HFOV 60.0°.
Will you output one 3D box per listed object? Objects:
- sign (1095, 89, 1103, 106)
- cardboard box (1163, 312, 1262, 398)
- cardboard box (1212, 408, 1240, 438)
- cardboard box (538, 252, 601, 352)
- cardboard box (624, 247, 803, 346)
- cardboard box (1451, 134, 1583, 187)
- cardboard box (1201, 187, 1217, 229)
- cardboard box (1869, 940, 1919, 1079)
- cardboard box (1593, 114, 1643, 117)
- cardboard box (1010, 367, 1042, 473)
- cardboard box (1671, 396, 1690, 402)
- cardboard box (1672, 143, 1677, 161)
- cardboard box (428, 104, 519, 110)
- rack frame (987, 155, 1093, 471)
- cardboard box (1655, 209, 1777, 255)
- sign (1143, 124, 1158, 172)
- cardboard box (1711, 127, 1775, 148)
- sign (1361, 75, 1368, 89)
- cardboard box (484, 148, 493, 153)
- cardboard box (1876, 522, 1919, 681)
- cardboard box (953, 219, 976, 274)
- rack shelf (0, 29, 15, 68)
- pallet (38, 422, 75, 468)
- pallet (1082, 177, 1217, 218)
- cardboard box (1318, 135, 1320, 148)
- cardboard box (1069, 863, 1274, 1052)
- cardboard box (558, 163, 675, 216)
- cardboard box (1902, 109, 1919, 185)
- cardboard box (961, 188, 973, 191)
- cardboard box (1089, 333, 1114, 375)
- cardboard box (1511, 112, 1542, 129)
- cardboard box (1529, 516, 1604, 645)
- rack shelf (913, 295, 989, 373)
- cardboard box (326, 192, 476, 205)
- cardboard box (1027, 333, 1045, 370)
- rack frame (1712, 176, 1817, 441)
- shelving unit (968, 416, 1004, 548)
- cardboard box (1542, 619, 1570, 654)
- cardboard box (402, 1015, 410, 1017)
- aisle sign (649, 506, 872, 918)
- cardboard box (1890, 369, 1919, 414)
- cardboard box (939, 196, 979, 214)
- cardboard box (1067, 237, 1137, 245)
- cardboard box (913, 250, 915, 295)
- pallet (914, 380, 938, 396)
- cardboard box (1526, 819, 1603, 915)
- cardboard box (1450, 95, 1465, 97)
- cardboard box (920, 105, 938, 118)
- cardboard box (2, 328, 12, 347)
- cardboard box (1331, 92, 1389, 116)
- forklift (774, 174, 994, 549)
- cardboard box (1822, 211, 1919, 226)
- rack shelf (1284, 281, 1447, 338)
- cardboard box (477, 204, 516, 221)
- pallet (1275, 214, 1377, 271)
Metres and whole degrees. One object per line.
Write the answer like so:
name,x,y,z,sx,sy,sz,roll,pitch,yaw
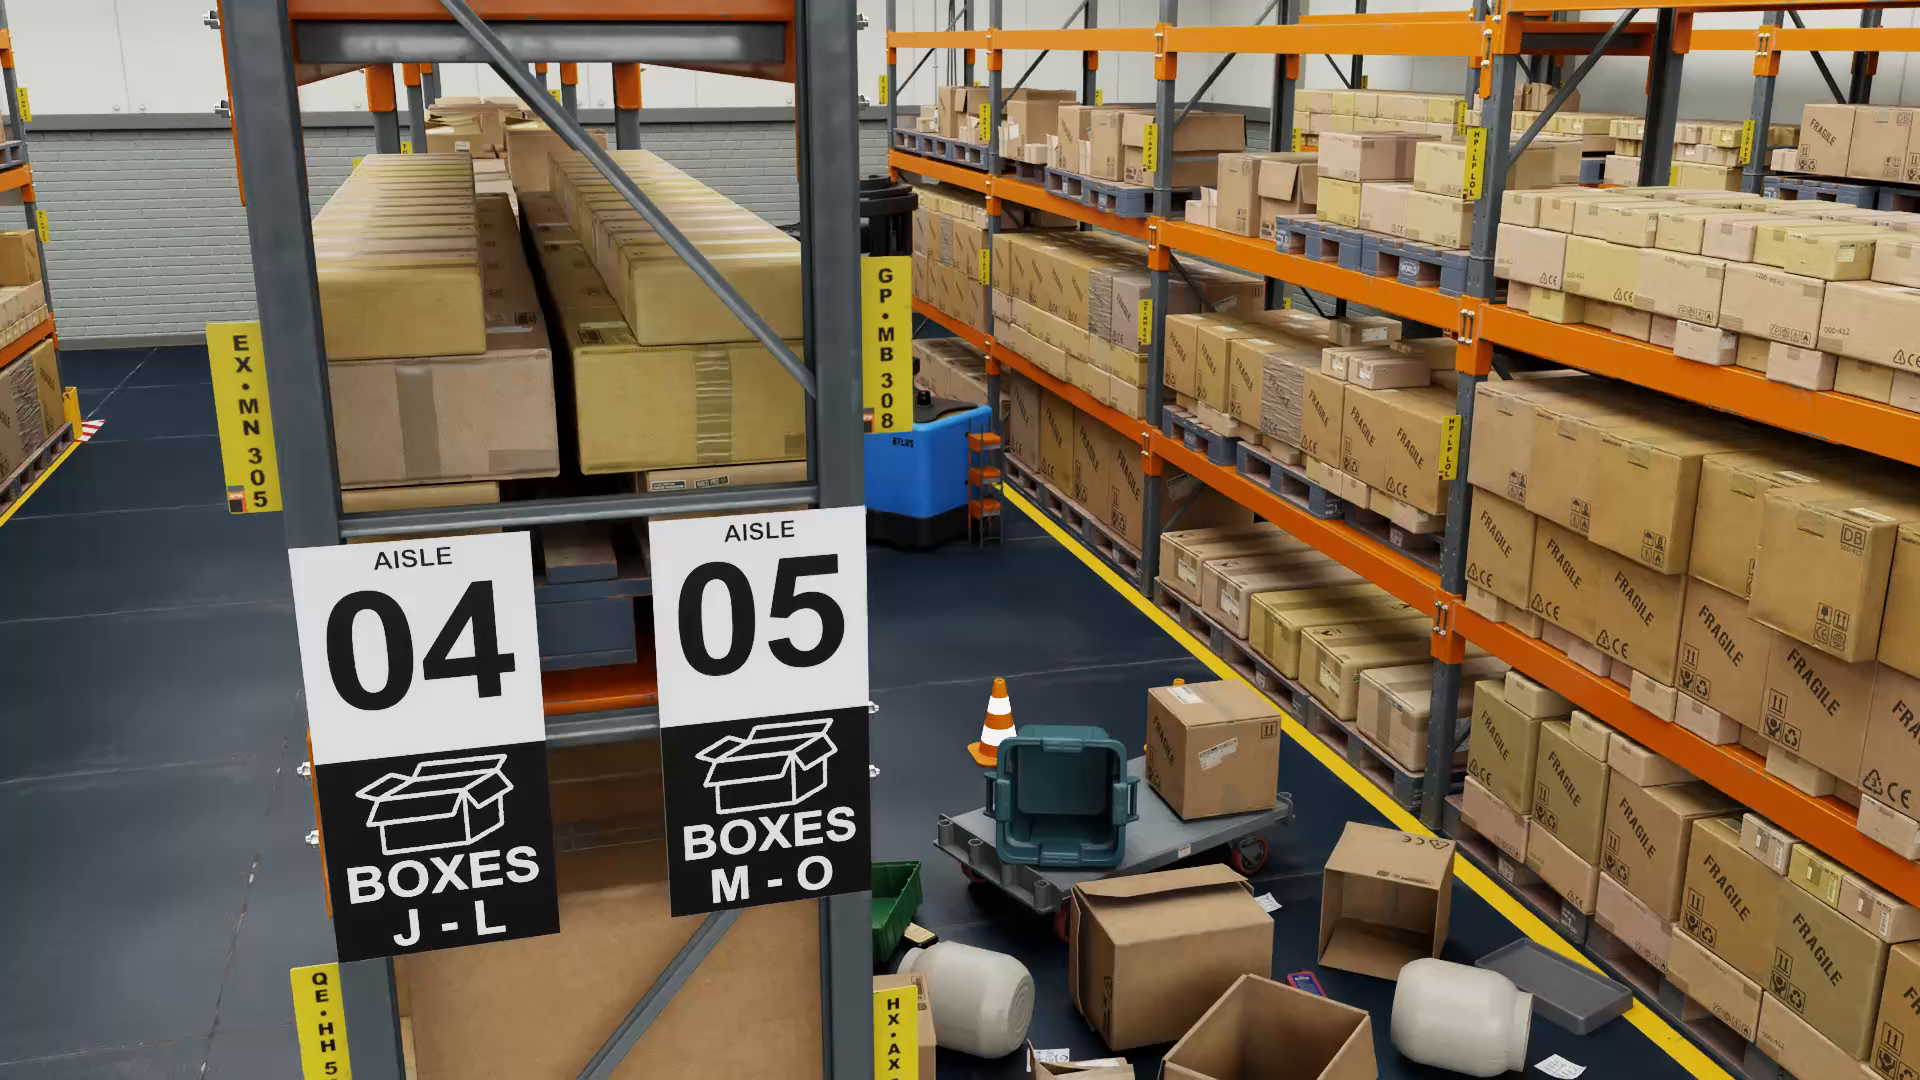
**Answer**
sign,1.281,-4.040,15.528,0.100,0.325,0.005,-5,17,-15
cardboard box,1.762,-1.302,11.651,0.500,0.500,0.500,-5,17,-17
cardboard box,1.904,-0.791,11.080,0.380,0.149,0.250,-5,17,-15
cardboard box,-0.838,-0.611,4.397,0.500,0.250,0.500,-5,17,-16
cardboard box,-0.458,-0.486,3.288,0.380,0.149,0.250,-5,17,-15
cardboard box,3.039,-2.082,9.118,0.500,0.250,0.500,-5,17,-16
cardboard box,1.854,-2.254,11.262,0.396,0.266,0.258,-5,17,-15
cardboard box,3.589,1.715,5.774,0.500,0.500,0.500,-5,17,-15
cardboard box,6.034,-3.825,15.275,0.380,0.149,0.250,-5,17,-15
cardboard box,1.009,-1.178,15.623,0.875,0.875,0.875,-4,17,-14
cardboard box,6.493,-1.219,15.284,0.380,0.149,0.250,-5,17,-16
cardboard box,6.093,-3.295,14.060,0.380,0.149,0.250,-5,17,-15
cardboard box,-3.971,-3.312,13.647,0.700,0.500,0.500,-5,17,-15
rack frame,0.762,-2.160,15.927,1.000,3.000,0.127,-5,17,-15
cardboard box,3.060,-1.249,6.733,0.380,0.149,0.250,-5,18,-17
sign,1.325,-2.734,11.588,0.100,0.325,0.005,-5,17,-15
cardboard box,6.254,-3.217,13.283,0.380,0.149,0.250,-4,17,-13
sign,4.973,-5.558,20.489,0.100,0.325,0.005,-5,17,-15
cardboard box,-3.422,-2.393,11.318,0.500,0.500,0.500,-5,17,-15
cardboard box,3.578,0.226,5.557,0.700,0.500,0.500,-5,17,-15
cardboard box,0.235,-2.936,16.600,0.500,0.500,0.500,-5,17,-16
rack shelf,-9.316,-4.266,14.459,1.077,0.370,4.000,-5,17,-15
pallet,-9.571,-0.932,16.688,1.003,0.211,1.213,-5,17,-15
pallet,1.633,-2.573,12.419,1.213,0.211,1.003,-4,17,-13
cardboard box,4.419,-4.649,19.439,0.380,0.149,0.250,-4,17,-14
cardboard box,0.878,1.747,7.027,0.797,0.637,0.503,-5,17,-15
cardboard box,-1.158,-1.190,5.633,0.380,0.149,0.250,-4,17,-14
cardboard box,6.877,-2.679,11.365,0.500,0.500,0.500,-4,17,-14
cardboard box,0.228,-3.814,18.396,0.380,0.149,0.250,-4,17,-14
cardboard box,1.339,-1.476,13.044,0.500,0.250,0.500,-5,17,-17
cardboard box,5.364,-4.002,15.862,0.380,0.149,0.250,-5,17,-16
cardboard box,2.974,0.144,7.569,0.500,0.500,0.500,-5,17,-15
rack shelf,0.212,-2.368,17.873,1.077,0.370,4.000,-5,17,-15
cardboard box,-1.510,-0.856,4.522,0.380,0.149,0.250,-5,17,-15
cardboard box,0.898,-1.659,14.522,0.500,0.250,0.500,-5,17,-16
rack frame,6.633,-1.447,13.554,1.000,3.000,0.127,-5,17,-15
shelving unit,0.213,-0.479,13.723,0.215,1.050,0.252,-7,18,-23
cardboard box,2.960,0.423,7.767,0.380,0.149,0.250,-5,17,-16
cardboard box,-0.990,1.258,4.290,0.875,0.550,0.550,-5,17,-15
aisle sign,-0.364,0.330,3.121,0.394,0.787,0.004,-5,17,-15
cardboard box,3.433,-0.516,5.679,0.380,0.149,0.250,-5,17,-16
cardboard box,-0.001,-3.482,17.292,0.380,0.149,0.250,-5,17,-15
cardboard box,1.275,-2.440,14.949,0.500,0.500,0.500,-4,17,-14
cardboard box,-0.316,-3.021,18.620,0.500,0.500,0.500,-5,17,-16
pallet,-0.042,-1.715,19.296,1.003,0.211,1.213,-5,17,-15
cardboard box,3.021,1.500,7.793,0.500,0.250,0.500,-4,17,-12
cardboard box,5.514,-4.601,17.717,0.500,0.250,0.500,-5,17,-17
cardboard box,-0.127,-4.762,18.735,0.500,0.250,0.500,-6,18,-20
cardboard box,-9.032,-1.867,15.390,0.380,0.149,0.250,-4,17,-14
cardboard box,4.587,-4.983,18.989,0.500,0.250,0.500,-5,17,-16
forklift,-1.210,-1.642,14.325,3.031,2.935,1.130,12,20,34
cardboard box,3.679,-1.221,6.639,0.380,0.149,0.250,-4,17,-15
rack shelf,4.984,-2.762,19.183,1.077,0.370,4.000,-5,17,-15
cardboard box,-1.766,-0.987,5.649,0.500,0.250,0.500,-5,17,-16
pallet,2.605,-1.759,9.707,1.213,0.211,1.003,-5,17,-15
